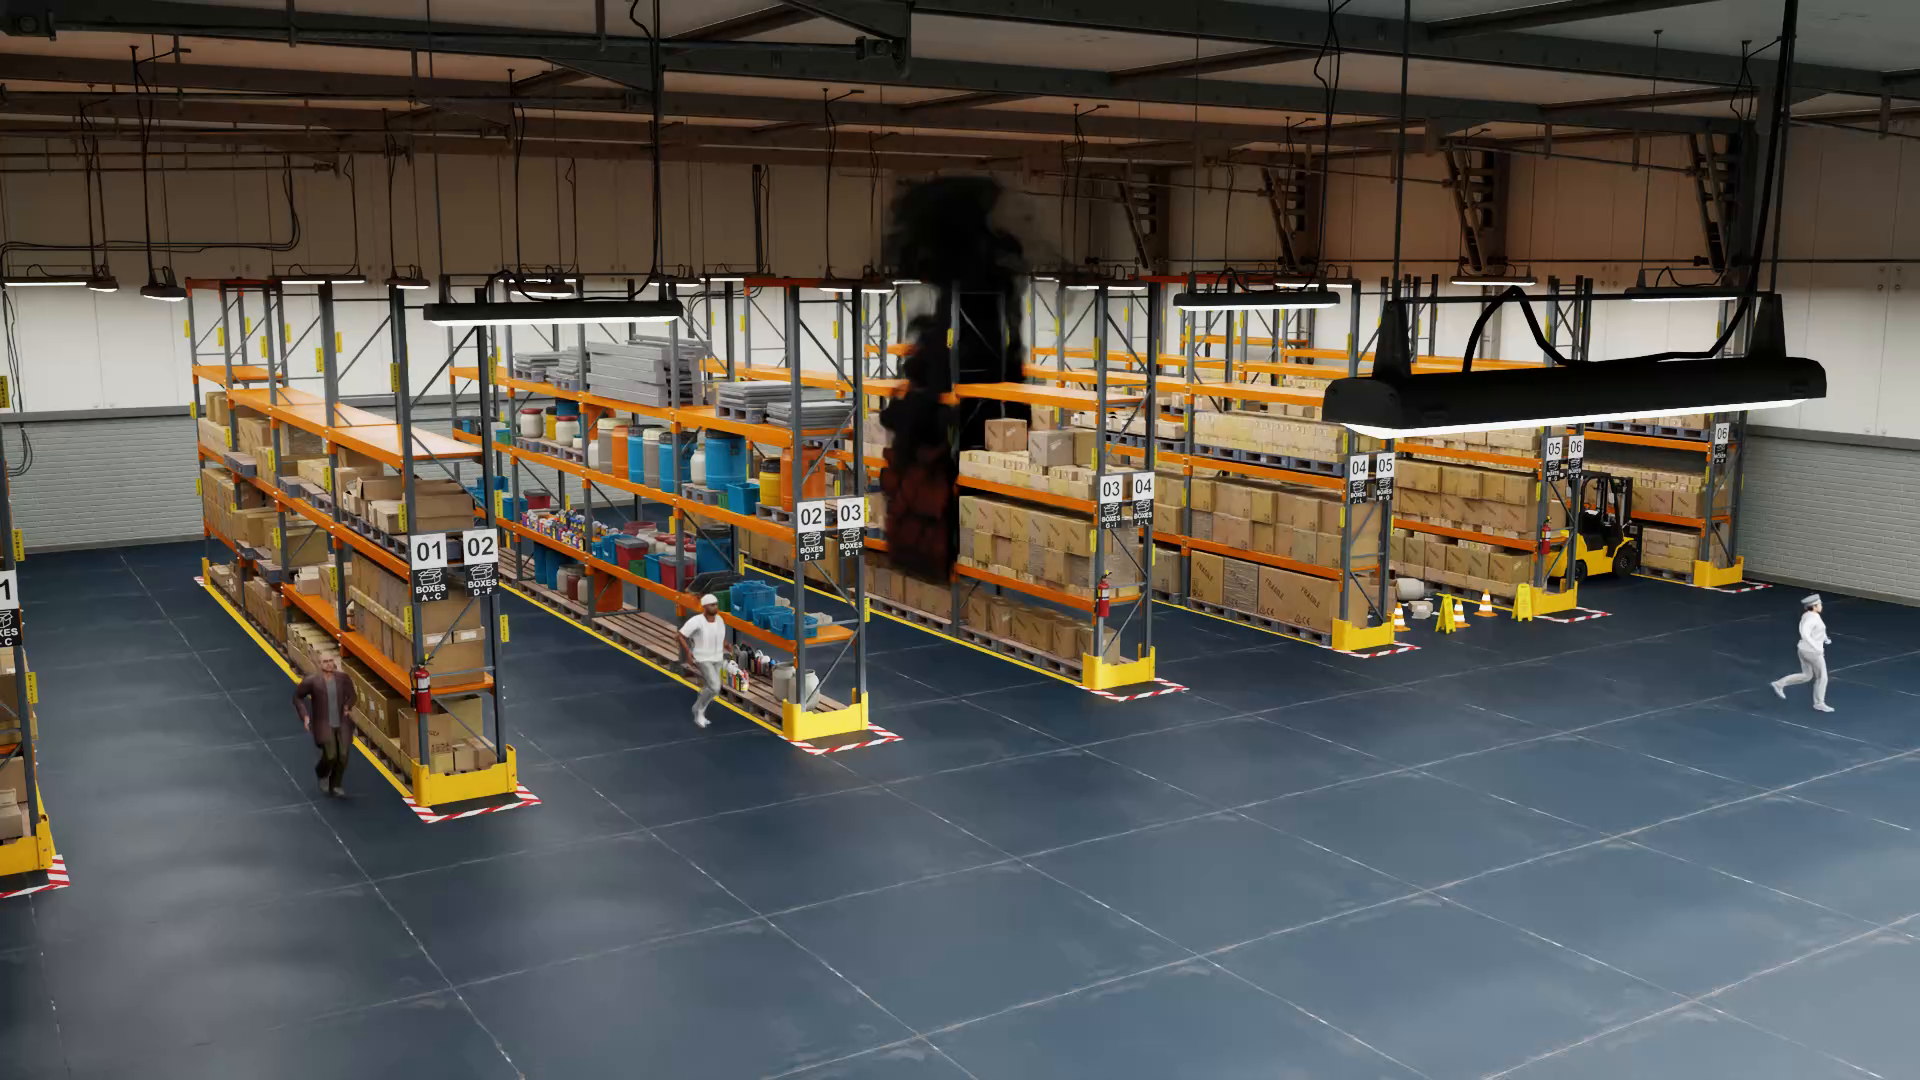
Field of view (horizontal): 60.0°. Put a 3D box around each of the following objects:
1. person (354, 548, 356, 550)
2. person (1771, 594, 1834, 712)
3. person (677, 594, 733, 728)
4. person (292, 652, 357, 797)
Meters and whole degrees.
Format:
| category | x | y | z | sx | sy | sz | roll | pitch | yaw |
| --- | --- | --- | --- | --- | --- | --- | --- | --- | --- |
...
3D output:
| category | x | y | z | sx | sy | sz | roll | pitch | yaw |
| --- | --- | --- | --- | --- | --- | --- | --- | --- | --- |
| person | -11.605 | 0.186 | 32.242 | 0.551 | 1.576 | 0.578 | -8 | 12 | -40 |
| person | 12.011 | 1.595 | 23.557 | 0.820 | 1.696 | 0.618 | 2 | 10 | 10 |
| person | -3.264 | 1.581 | 21.741 | 0.601 | 1.758 | 0.676 | 7 | 12 | 36 |
| person | -7.452 | 2.197 | 19.707 | 0.694 | 1.729 | 0.615 | -8 | 12 | -39 |
